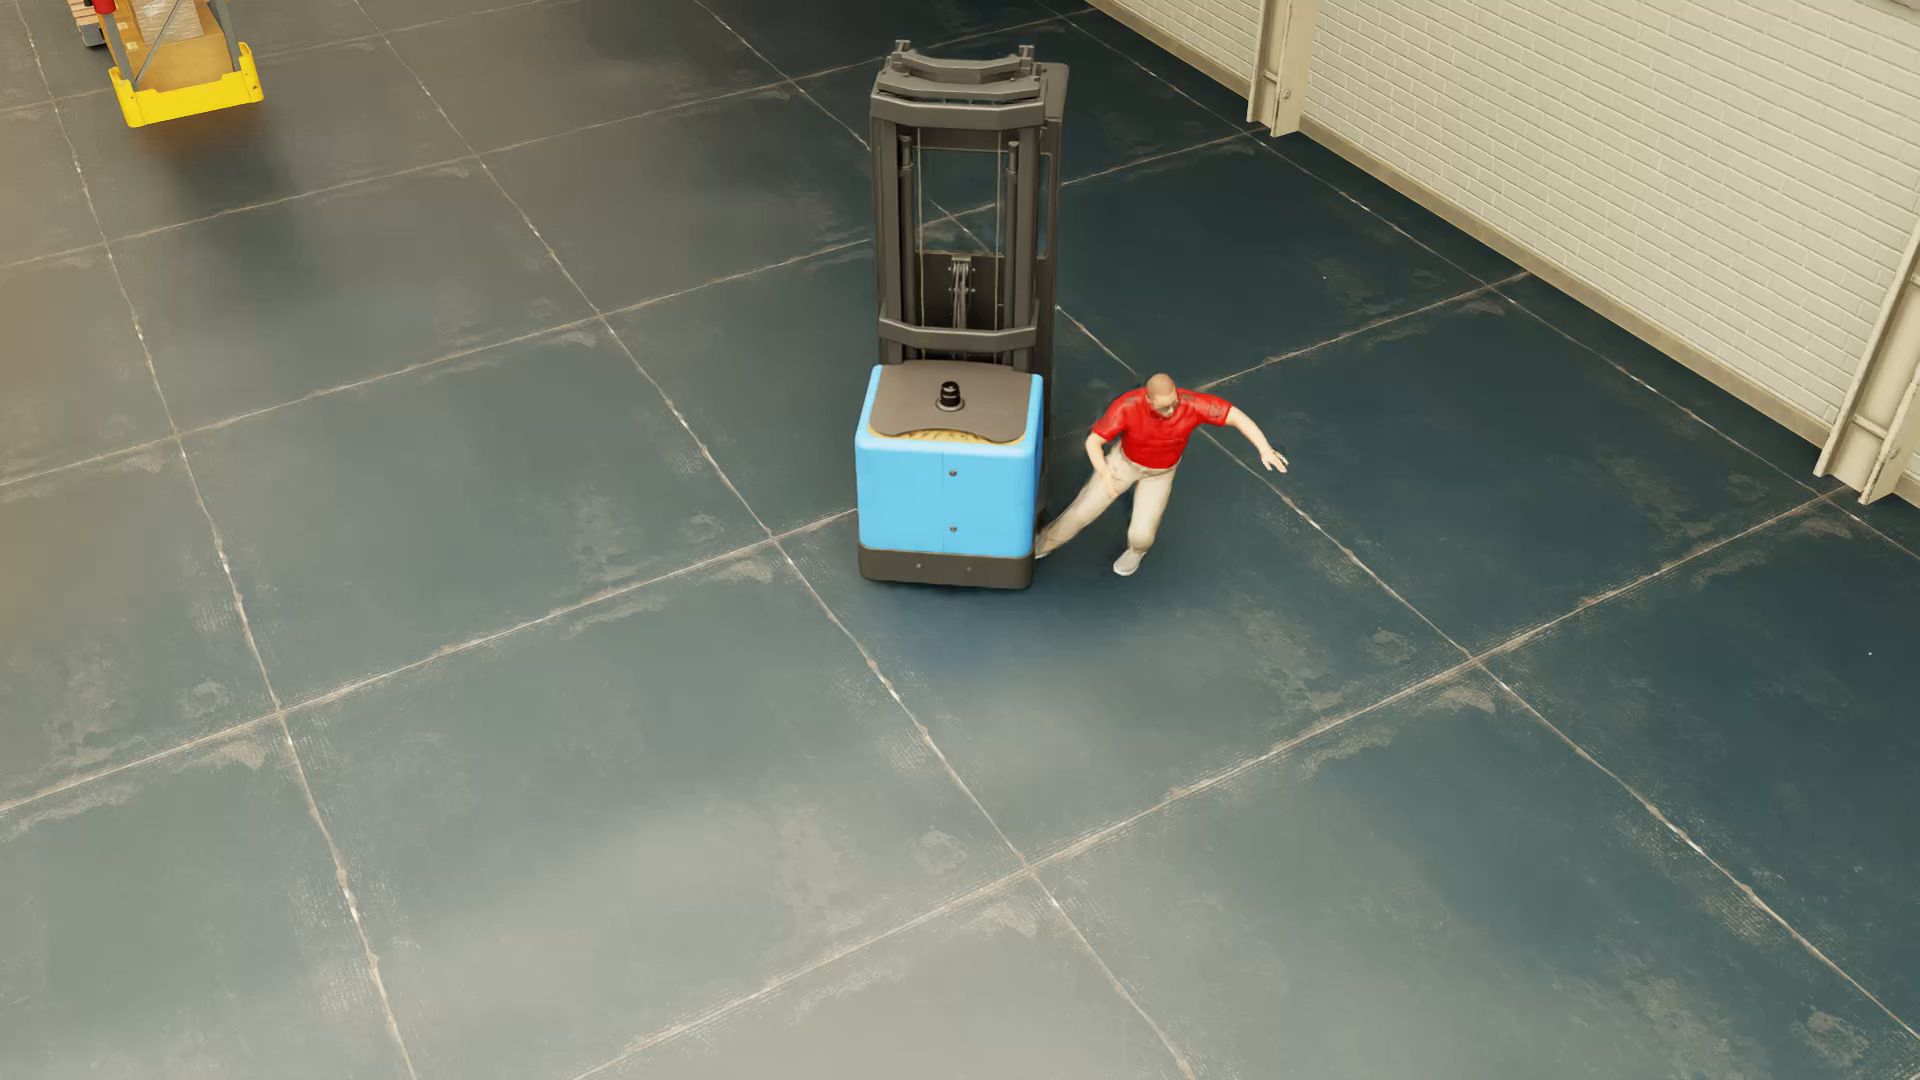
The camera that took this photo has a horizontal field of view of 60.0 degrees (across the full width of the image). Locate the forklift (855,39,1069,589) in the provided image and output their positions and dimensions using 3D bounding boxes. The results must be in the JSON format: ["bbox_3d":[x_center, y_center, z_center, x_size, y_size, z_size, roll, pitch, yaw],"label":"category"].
[{"bbox_3d":[0.059,-1.769,10.169,1.130,2.935,3.031,4,40,5],"label":"forklift"}]

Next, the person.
[{"bbox_3d":[1.033,-0.310,9.626,1.556,1.395,0.791,3,40,3],"label":"person"}]
